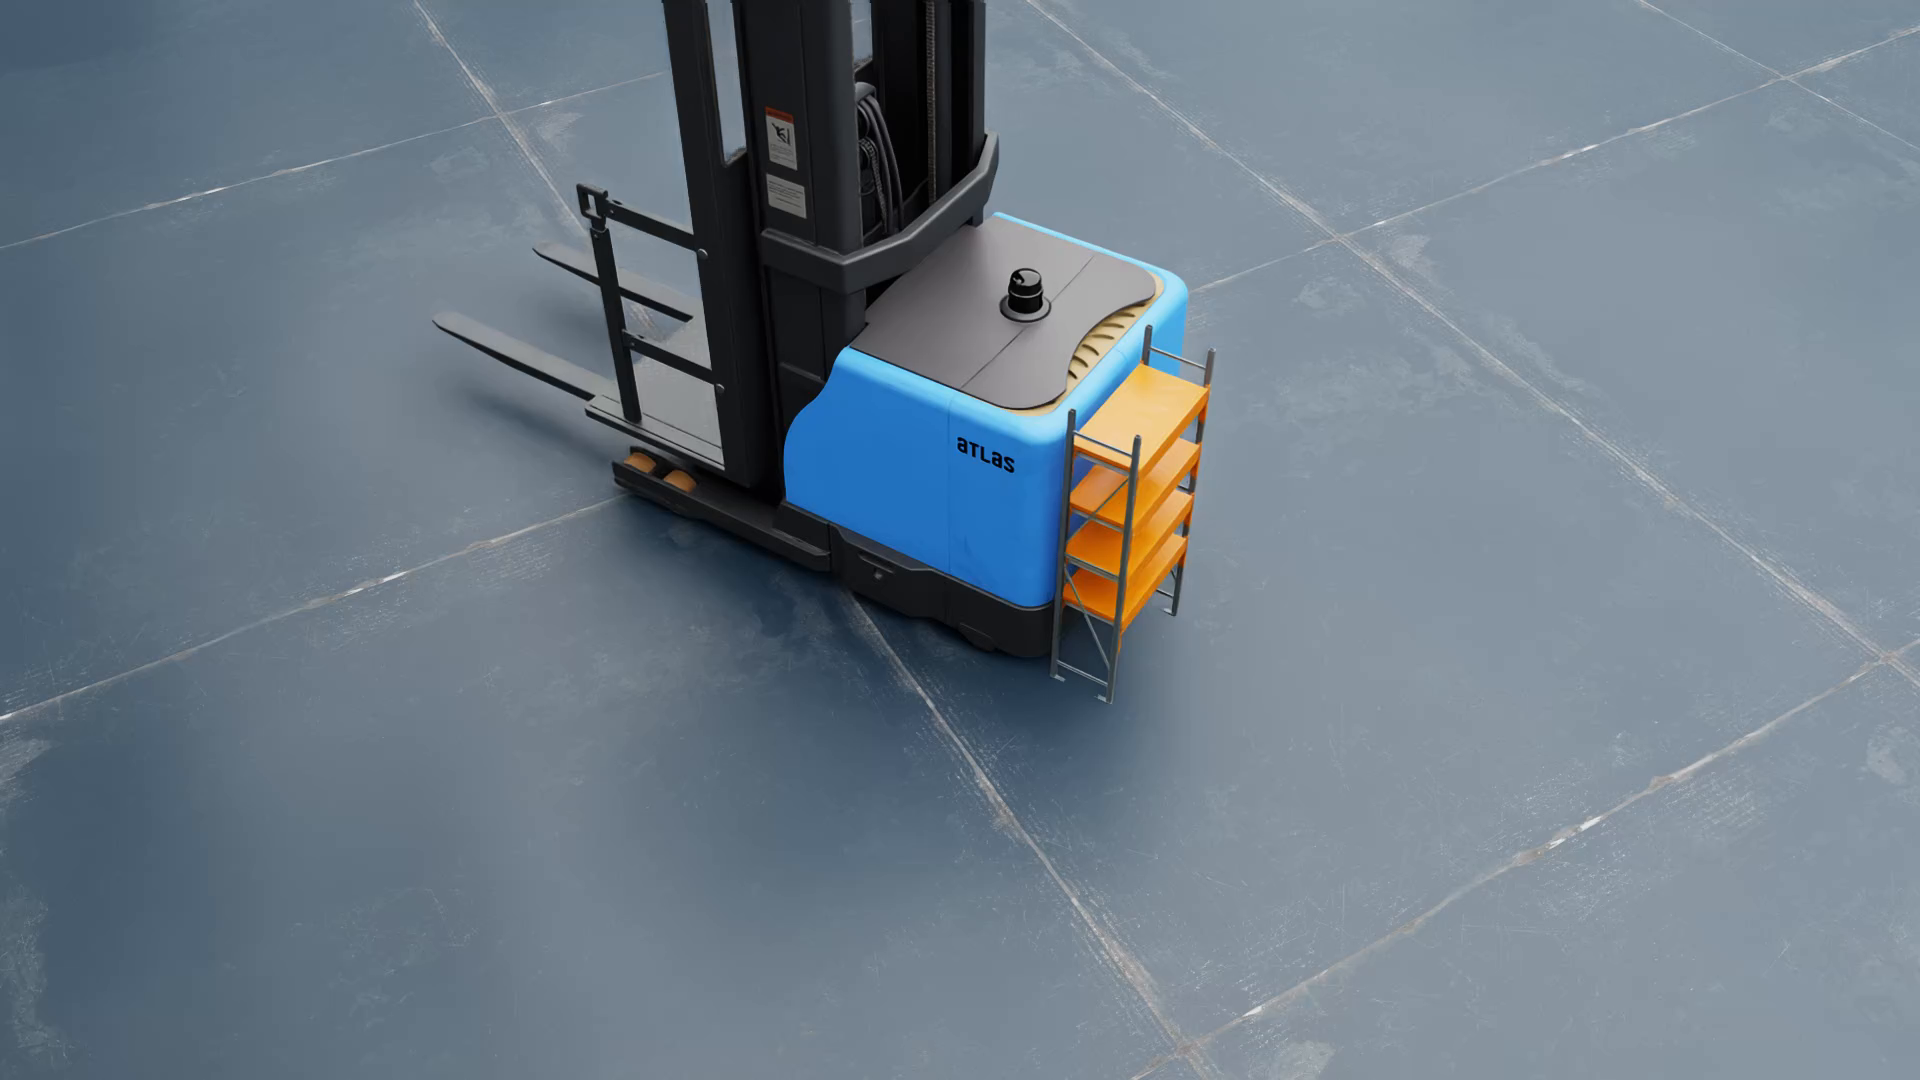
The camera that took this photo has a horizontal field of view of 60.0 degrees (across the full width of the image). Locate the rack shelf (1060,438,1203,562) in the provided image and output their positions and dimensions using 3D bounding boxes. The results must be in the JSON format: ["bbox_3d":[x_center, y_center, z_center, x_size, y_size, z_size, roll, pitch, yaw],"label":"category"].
[{"bbox_3d":[0.552,-0.170,5.337,0.258,0.148,0.480,24,49,22],"label":"rack shelf"}]

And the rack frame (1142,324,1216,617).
[{"bbox_3d":[0.682,-0.202,5.595,0.240,1.200,0.015,24,49,22],"label":"rack frame"}]

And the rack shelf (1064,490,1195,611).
[{"bbox_3d":[0.551,-0.010,5.494,0.258,0.148,0.480,24,49,22],"label":"rack shelf"}]

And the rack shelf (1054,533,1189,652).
[{"bbox_3d":[0.549,0.132,5.633,0.258,0.148,0.480,24,49,22],"label":"rack shelf"}]

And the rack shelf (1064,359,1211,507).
[{"bbox_3d":[0.554,-0.339,5.172,0.258,0.148,0.480,24,49,22],"label":"rack shelf"}]

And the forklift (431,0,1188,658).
[{"bbox_3d":[-0.730,-1.437,5.627,3.031,2.935,1.130,24,49,23],"label":"forklift"}]

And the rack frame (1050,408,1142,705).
[{"bbox_3d":[0.421,0.085,5.299,0.240,1.200,0.015,24,49,22],"label":"rack frame"}]

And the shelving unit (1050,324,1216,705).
[{"bbox_3d":[0.551,-0.058,5.447,0.258,1.200,0.503,24,49,22],"label":"shelving unit"}]
